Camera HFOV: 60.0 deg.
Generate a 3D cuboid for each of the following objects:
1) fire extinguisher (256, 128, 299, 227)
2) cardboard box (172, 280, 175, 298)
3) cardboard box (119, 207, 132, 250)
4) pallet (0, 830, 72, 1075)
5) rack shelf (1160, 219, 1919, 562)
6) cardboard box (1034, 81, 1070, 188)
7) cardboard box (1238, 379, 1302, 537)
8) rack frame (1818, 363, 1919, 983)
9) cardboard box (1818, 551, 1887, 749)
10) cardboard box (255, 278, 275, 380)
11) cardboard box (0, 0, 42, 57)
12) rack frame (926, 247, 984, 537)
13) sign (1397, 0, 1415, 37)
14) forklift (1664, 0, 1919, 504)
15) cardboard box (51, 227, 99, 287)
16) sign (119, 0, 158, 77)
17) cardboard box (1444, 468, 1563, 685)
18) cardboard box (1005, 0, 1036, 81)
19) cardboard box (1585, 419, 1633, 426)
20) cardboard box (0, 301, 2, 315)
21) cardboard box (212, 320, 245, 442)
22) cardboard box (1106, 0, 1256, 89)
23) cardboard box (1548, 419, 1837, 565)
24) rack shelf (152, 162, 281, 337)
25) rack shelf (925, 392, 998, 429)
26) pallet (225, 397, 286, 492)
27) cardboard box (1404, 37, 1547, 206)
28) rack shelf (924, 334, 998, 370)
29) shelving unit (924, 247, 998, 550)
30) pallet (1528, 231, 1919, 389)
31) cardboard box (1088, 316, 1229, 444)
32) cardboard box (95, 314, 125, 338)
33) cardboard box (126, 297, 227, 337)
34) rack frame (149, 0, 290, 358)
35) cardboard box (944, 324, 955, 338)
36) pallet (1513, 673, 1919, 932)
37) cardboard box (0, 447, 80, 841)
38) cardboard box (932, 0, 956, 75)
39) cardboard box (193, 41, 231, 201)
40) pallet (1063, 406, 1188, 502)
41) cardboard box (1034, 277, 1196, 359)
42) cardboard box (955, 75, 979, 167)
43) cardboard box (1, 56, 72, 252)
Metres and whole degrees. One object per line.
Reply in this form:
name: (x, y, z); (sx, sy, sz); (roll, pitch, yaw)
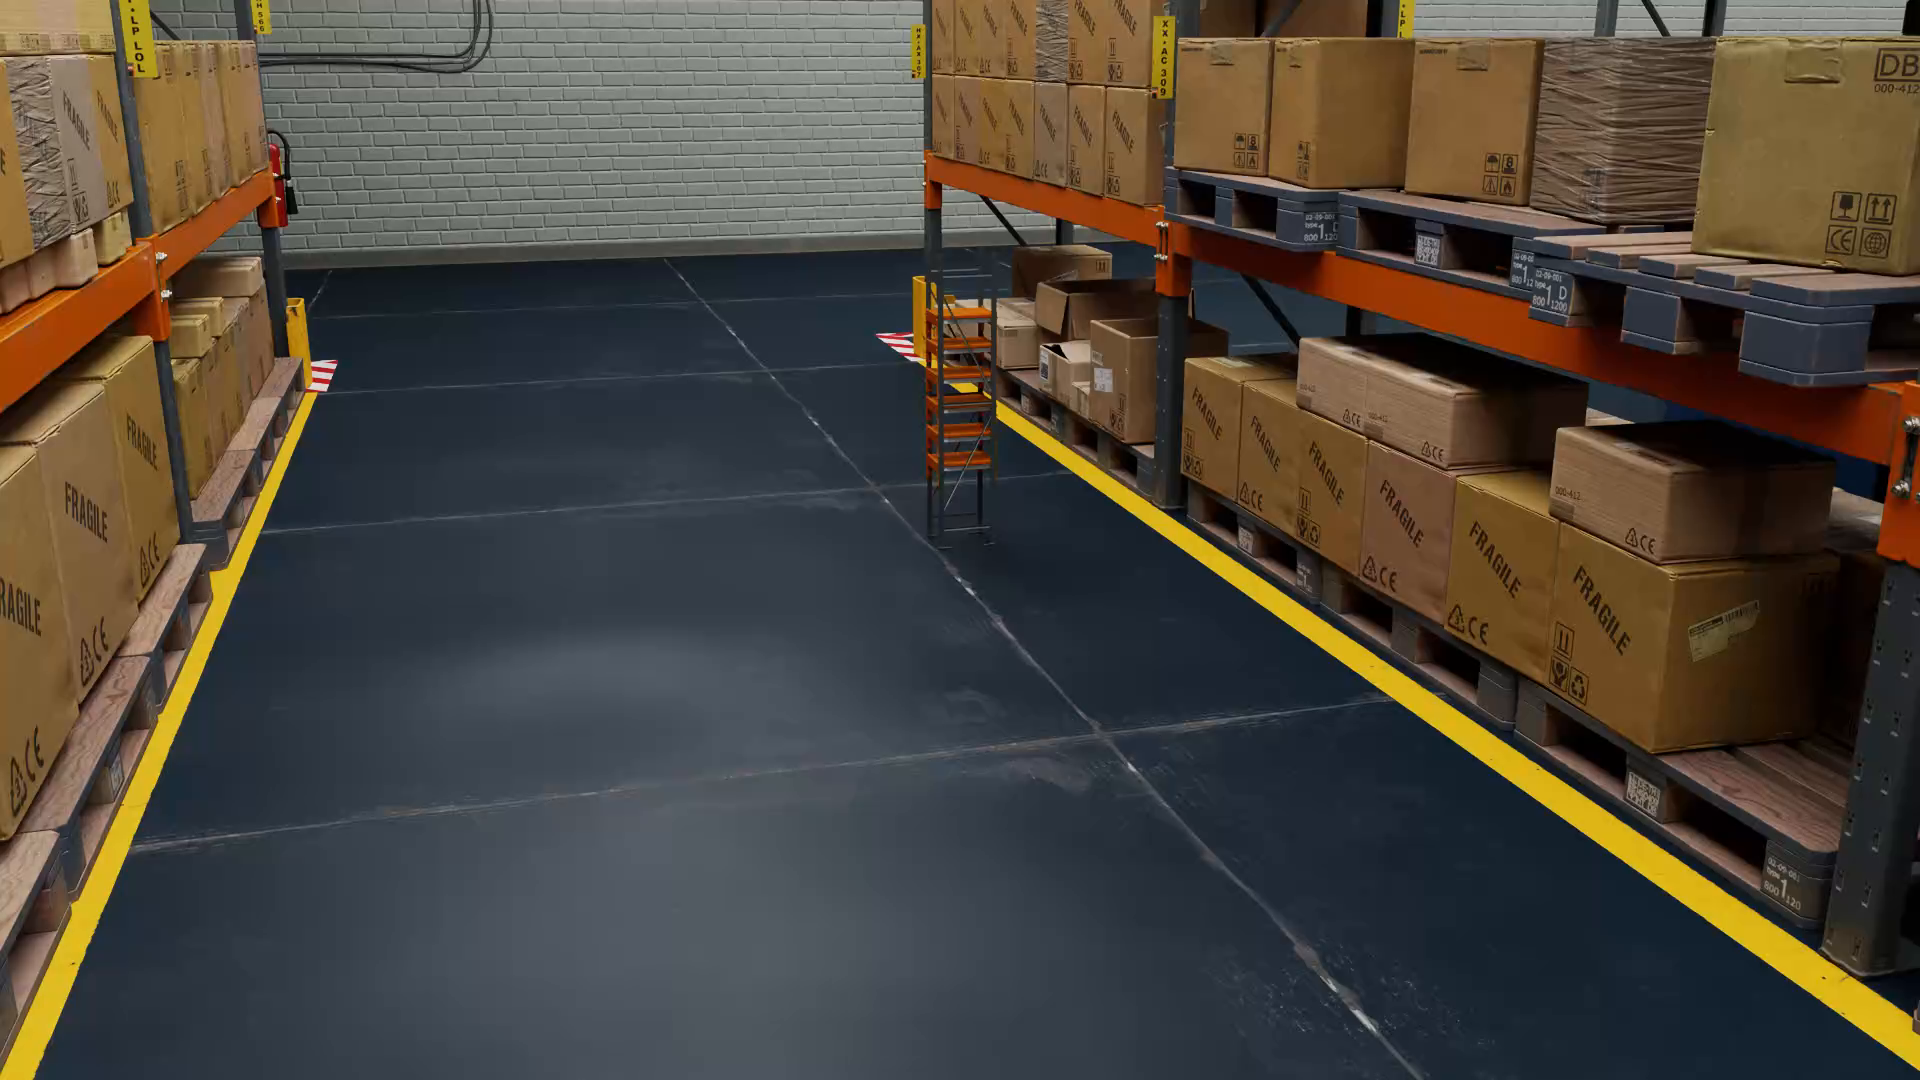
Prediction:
fire extinguisher: (-4.098, -2.195, 9.829); (0.296, 0.674, 0.183); (-5, 17, -15)
cardboard box: (-4.299, -1.340, 8.688); (0.380, 0.149, 0.250); (-5, 17, -15)
cardboard box: (-3.036, -1.044, 5.617); (0.380, 0.149, 0.250); (-5, 17, -15)
pallet: (-2.446, 0.992, 3.284); (1.003, 0.211, 1.213); (-5, 17, -15)
rack shelf: (1.910, -0.721, 5.389); (1.077, 0.370, 4.000); (-5, 17, -15)
cardboard box: (0.690, -2.069, 8.453); (0.500, 0.500, 0.500); (-4, 17, -14)
cardboard box: (1.417, -0.333, 6.426); (0.500, 0.500, 0.500); (-4, 17, -14)
rack frame: (2.460, -0.513, 3.444); (1.000, 3.000, 0.127); (-5, 17, -15)
cardboard box: (2.610, 0.325, 4.235); (0.500, 0.500, 0.500); (-4, 17, -13)
cardboard box: (-4.212, -1.151, 9.185); (0.700, 0.500, 0.500); (-5, 17, -15)
cardboard box: (-2.755, -1.393, 4.347); (0.500, 0.250, 0.500); (-4, 17, -14)
rack frame: (-0.021, -0.596, 6.850); (0.240, 1.200, 0.006); (-5, 17, -15)
sign: (1.893, -2.218, 7.110); (0.100, 0.325, 0.005); (-5, 17, -15)
forklift: (3.978, -1.113, 5.562); (1.130, 2.935, 3.031); (-7, 18, -23)
cardboard box: (-2.787, -0.833, 4.912); (0.380, 0.149, 0.250); (-5, 17, -15)
sign: (-2.882, -1.788, 5.817); (0.100, 0.325, 0.005); (-5, 17, -15)
cardboard box: (1.835, 0.091, 5.017); (0.500, 0.500, 0.500); (-5, 18, -17)
cardboard box: (0.554, -2.685, 8.766); (0.500, 0.500, 0.500); (-5, 17, -16)
cardboard box: (2.179, -0.102, 5.658); (0.500, 0.500, 0.500); (-5, 18, -17)
cardboard box: (-2.667, -0.615, 4.188); (0.380, 0.149, 0.250); (-4, 17, -14)
cardboard box: (-3.782, -0.727, 7.772); (0.700, 0.500, 0.500); (-4, 17, -14)
cardboard box: (0.973, -2.265, 7.367); (0.500, 0.500, 0.500); (-5, 17, -15)
cardboard box: (1.958, -0.141, 4.483); (0.500, 0.250, 0.500); (-4, 17, -13)
rack shelf: (-3.951, -1.435, 7.766); (1.077, 0.370, 4.000); (-5, 17, -15)
rack shelf: (0.004, -0.528, 6.779); (0.258, 0.103, 0.180); (-5, 17, -15)
pallet: (-3.874, -0.445, 8.068); (1.003, 0.211, 1.213); (-5, 17, -15)
cardboard box: (1.906, -1.384, 5.442); (0.700, 0.500, 0.500); (-10, 19, -29)
rack shelf: (0.004, -0.758, 6.710); (0.258, 0.103, 0.180); (-5, 17, -15)
shelving unit: (0.004, -0.571, 6.766); (0.258, 1.200, 0.189); (-5, 17, -15)
pallet: (2.206, -0.603, 4.078); (1.213, 0.211, 1.003); (-5, 17, -15)
cardboard box: (0.931, -0.768, 7.874); (0.500, 0.500, 0.500); (-5, 17, -15)
cardboard box: (-3.879, -0.918, 7.283); (0.380, 0.149, 0.250); (-5, 18, -17)
cardboard box: (-3.570, -1.009, 7.586); (0.380, 0.149, 0.250); (-5, 17, -17)
rack frame: (-4.500, -2.333, 9.504); (1.000, 3.000, 0.127); (-5, 17, -15)
cardboard box: (0.115, -1.367, 10.449); (0.380, 0.166, 0.250); (-5, 17, -15)
pallet: (2.291, 0.613, 4.543); (1.003, 0.211, 1.213); (-5, 17, -15)
cardboard box: (-2.612, 0.252, 3.906); (0.750, 0.750, 0.750); (-5, 17, -16)
cardboard box: (0.130, -3.109, 10.175); (0.500, 0.500, 0.500); (-4, 17, -14)
cardboard box: (-3.939, -1.924, 7.622); (0.980, 0.700, 0.700); (-6, 18, -18)
pallet: (1.173, -0.473, 8.161); (1.003, 0.211, 1.213); (-5, 17, -15)
cardboard box: (0.839, -1.153, 9.152); (0.797, 0.503, 0.637); (-5, 17, -15)
cardboard box: (0.277, -2.487, 9.845); (0.500, 0.500, 0.500); (-5, 17, -16)
cardboard box: (-2.752, -1.038, 4.470); (0.500, 0.500, 0.500); (-5, 17, -15)
